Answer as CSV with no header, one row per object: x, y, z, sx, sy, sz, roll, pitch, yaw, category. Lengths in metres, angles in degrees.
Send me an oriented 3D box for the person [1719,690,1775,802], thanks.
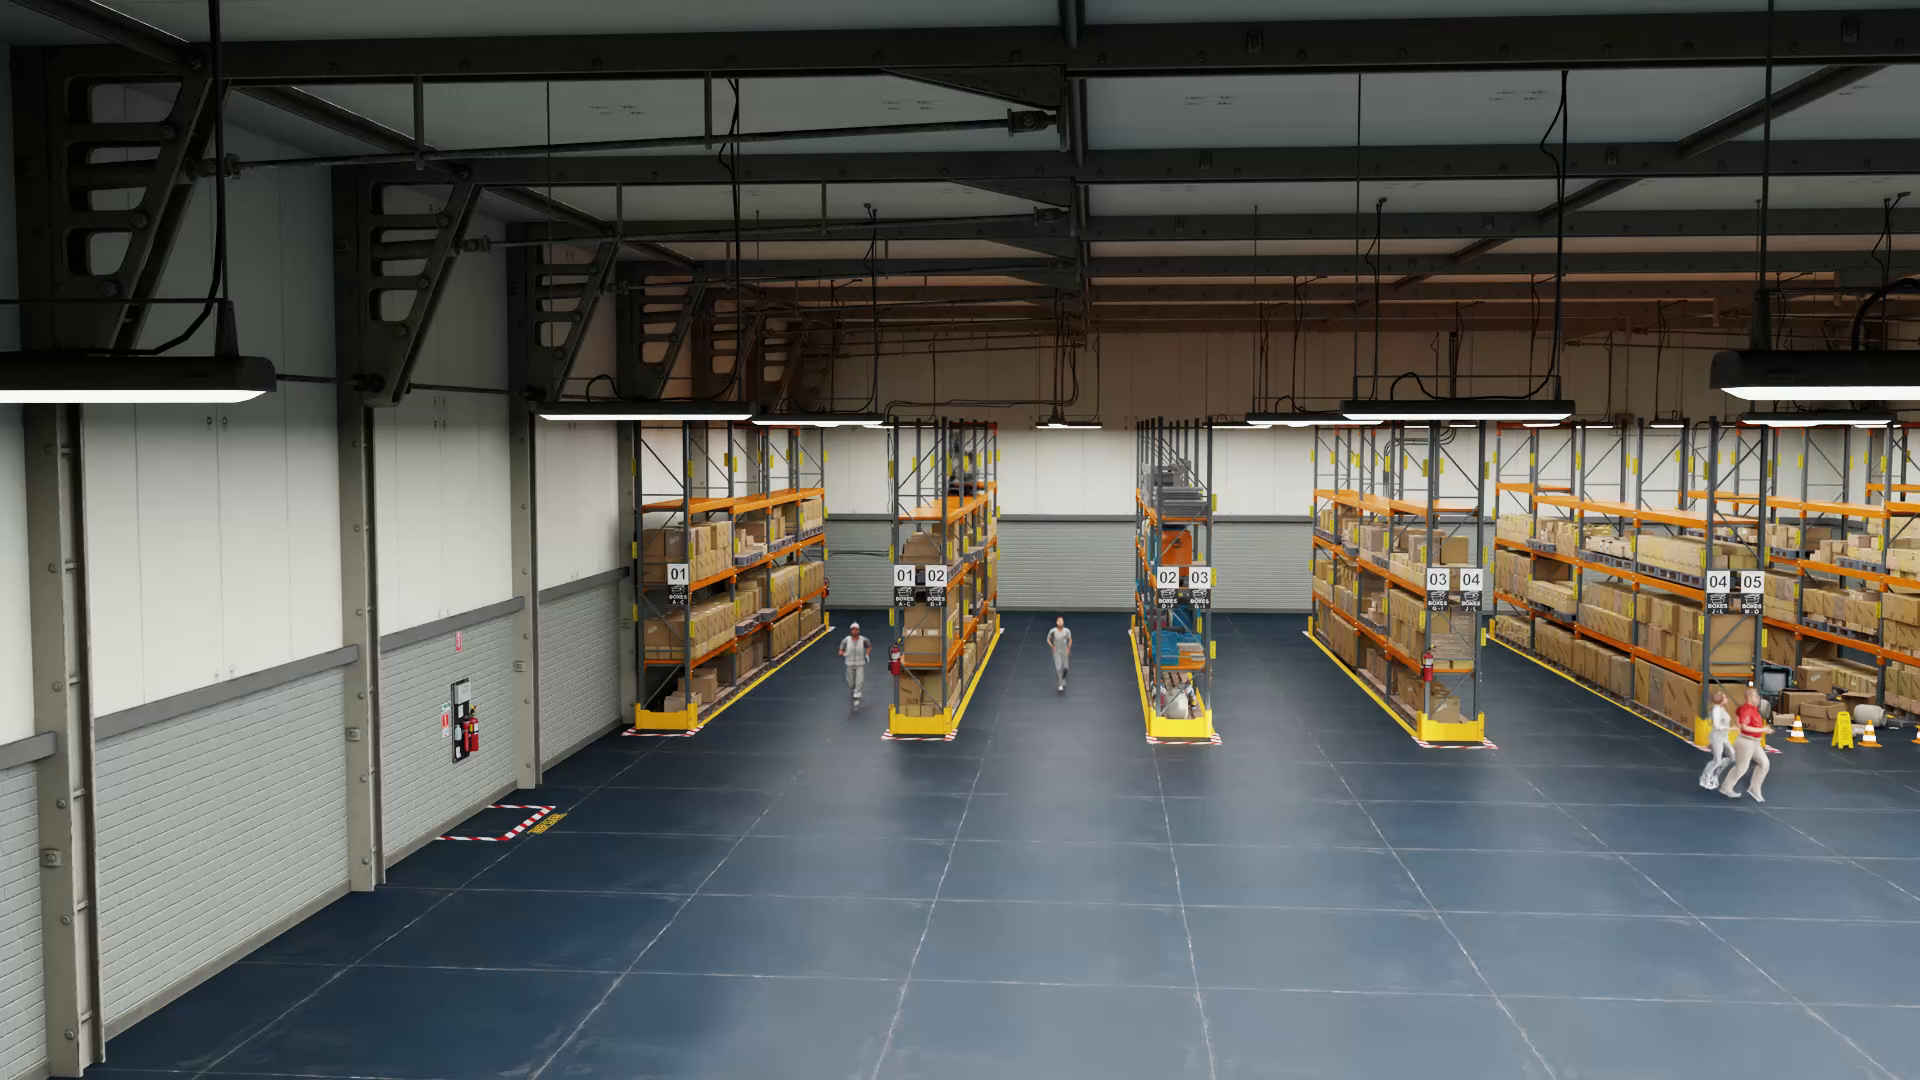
12.184,3.205,25.707,0.781,1.794,0.641,3,5,42,person

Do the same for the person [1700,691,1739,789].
12.119,3.193,26.477,0.607,1.578,0.559,3,5,38,person

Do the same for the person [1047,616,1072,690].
2.205,2.502,36.864,0.569,1.634,0.560,0,4,-3,person

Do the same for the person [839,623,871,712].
-2.143,2.570,33.972,0.658,1.757,1.023,0,4,-2,person
